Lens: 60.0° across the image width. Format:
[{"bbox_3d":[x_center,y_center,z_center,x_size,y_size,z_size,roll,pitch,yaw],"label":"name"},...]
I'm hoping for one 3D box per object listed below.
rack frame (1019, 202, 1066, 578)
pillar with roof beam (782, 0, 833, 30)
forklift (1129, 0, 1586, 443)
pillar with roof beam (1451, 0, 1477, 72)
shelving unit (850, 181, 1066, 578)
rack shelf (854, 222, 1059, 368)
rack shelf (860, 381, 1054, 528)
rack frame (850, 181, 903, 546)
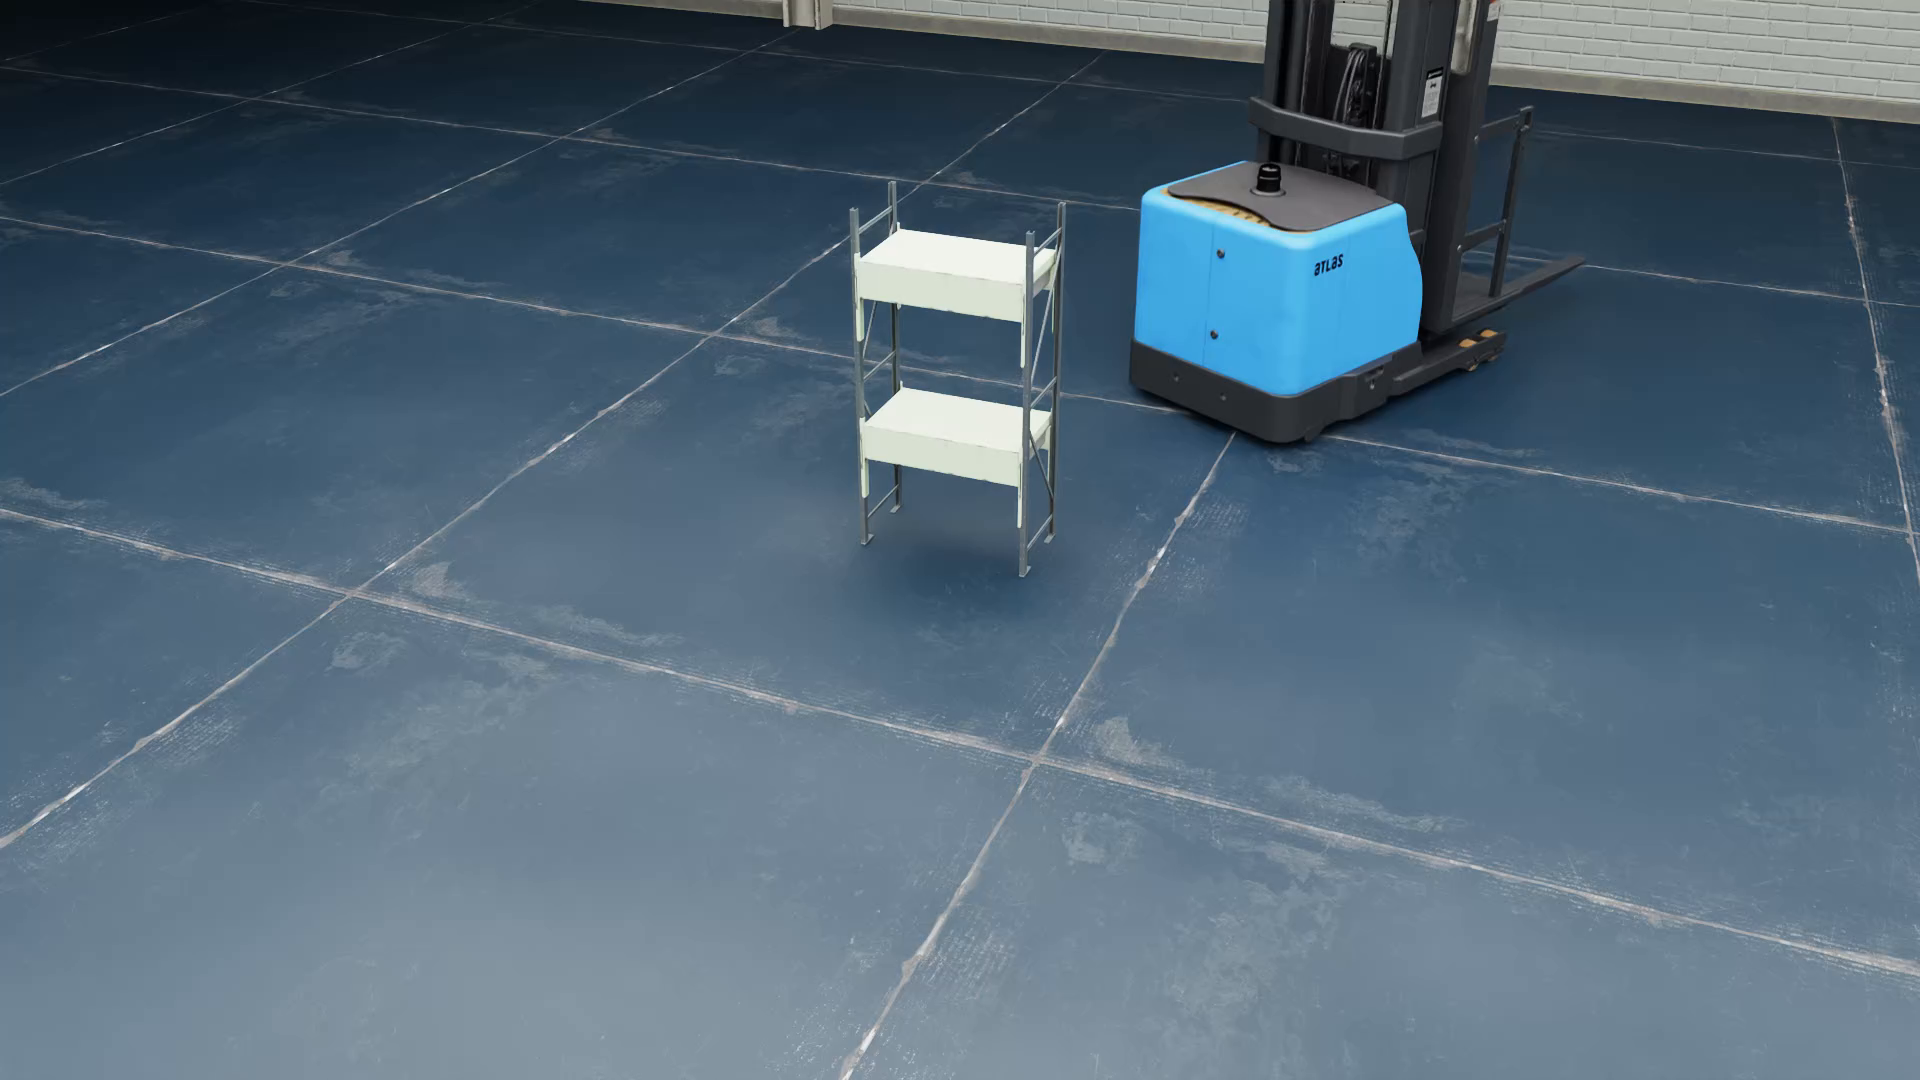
[{"bbox_3d":[0.333,-0.586,6.763,0.023,1.500,0.400,11,31,19],"label":"rack frame"},{"bbox_3d":[-3.078,-6.928,10.363,0.400,9.000,9.100,11,31,19],"label":"pillar with roof beam"},{"bbox_3d":[2.301,-2.344,8.419,3.031,2.935,1.130,-24,37,-36],"label":"forklift"},{"bbox_3d":[2.482,-5.818,8.399,0.400,9.000,9.100,11,31,19],"label":"pillar with roof beam"},{"bbox_3d":[-0.006,-0.654,6.883,0.755,1.500,0.431,11,31,19],"label":"shelving unit"},{"bbox_3d":[-0.006,-0.994,6.691,0.720,0.370,0.431,11,31,19],"label":"rack shelf"},{"bbox_3d":[-0.006,-0.370,7.044,0.720,0.370,0.431,11,31,19],"label":"rack shelf"},{"bbox_3d":[-0.345,-0.722,7.003,0.023,1.500,0.400,11,31,19],"label":"rack frame"}]
